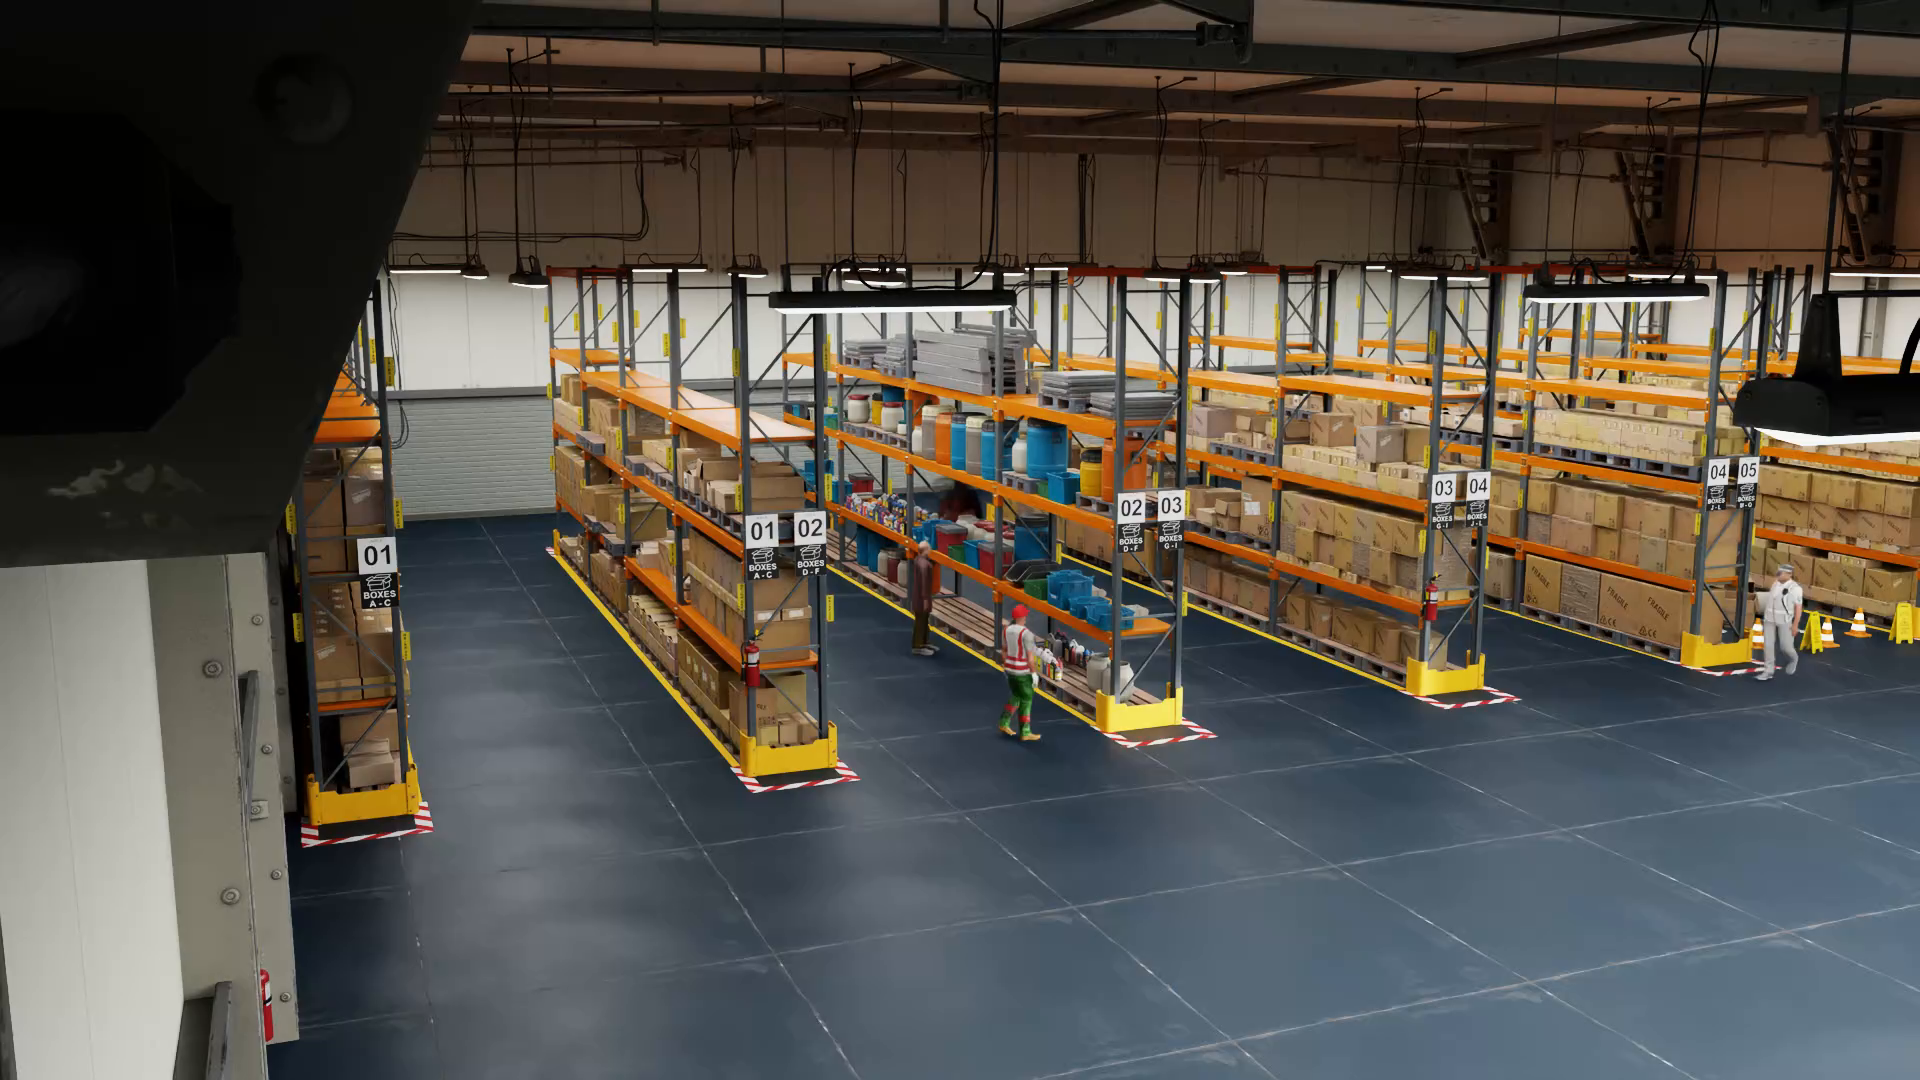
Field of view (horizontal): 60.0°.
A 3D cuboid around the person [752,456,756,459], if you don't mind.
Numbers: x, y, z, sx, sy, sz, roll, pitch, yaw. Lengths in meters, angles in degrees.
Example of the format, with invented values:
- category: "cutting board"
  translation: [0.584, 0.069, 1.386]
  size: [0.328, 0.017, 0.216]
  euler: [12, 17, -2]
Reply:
- category: "person"
  translation: [-4.838, -1.201, 38.937]
  size: [0.425, 1.579, 0.761]
  euler: [-3, 10, -16]

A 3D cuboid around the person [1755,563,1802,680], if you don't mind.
- category: "person"
  translation: [12.200, 1.202, 24.653]
  size: [0.530, 1.748, 0.672]
  euler: [9, 14, 43]

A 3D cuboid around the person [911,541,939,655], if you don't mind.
- category: "person"
  translation: [-0.558, 1.000, 26.309]
  size: [0.460, 1.605, 0.604]
  euler: [-1, 10, -6]

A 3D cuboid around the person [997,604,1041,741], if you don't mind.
- category: "person"
  translation: [0.800, 1.724, 21.668]
  size: [0.437, 1.802, 0.649]
  euler: [-7, 12, -36]
